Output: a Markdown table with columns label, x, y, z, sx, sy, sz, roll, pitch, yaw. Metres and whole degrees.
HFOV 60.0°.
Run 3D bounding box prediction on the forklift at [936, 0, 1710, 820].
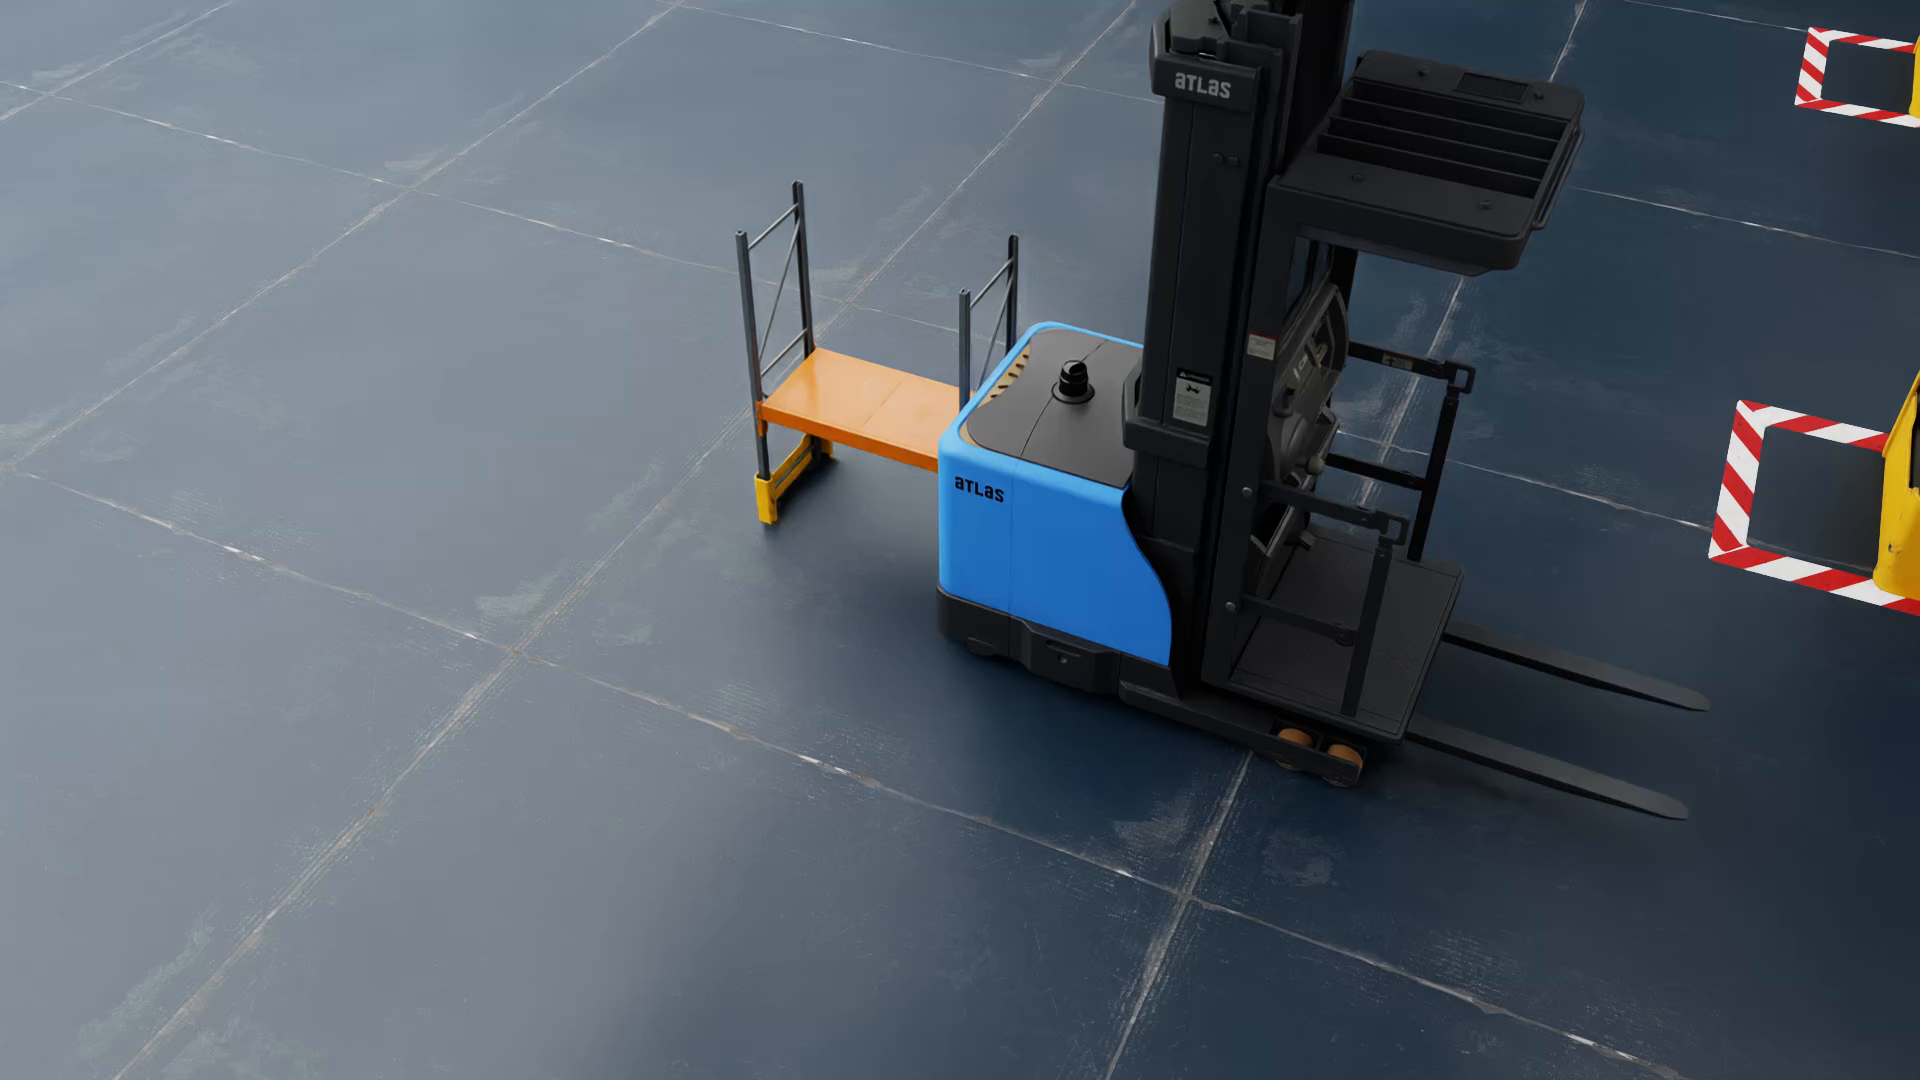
| label | x | y | z | sx | sy | sz | roll | pitch | yaw |
| --- | --- | --- | --- | --- | --- | --- | --- | --- | --- |
| forklift | 1.454 | -0.542 | 6.022 | 3.031 | 2.935 | 1.130 | 18 | 44 | 19 |

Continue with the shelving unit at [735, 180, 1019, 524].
| label | x | y | z | sx | sy | sz | roll | pitch | yaw |
| --- | --- | --- | --- | --- | --- | --- | --- | --- | --- |
| shelving unit | -0.331 | -0.678 | 7.271 | 1.083 | 1.500 | 0.587 | 18 | 44 | 19 |

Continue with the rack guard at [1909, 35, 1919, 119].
| label | x | y | z | sx | sy | sz | roll | pitch | yaw |
| --- | --- | --- | --- | --- | --- | --- | --- | --- | --- |
| rack guard | 6.570 | -3.241 | 10.991 | 0.348 | 0.500 | 1.175 | 17 | 44 | 19 |

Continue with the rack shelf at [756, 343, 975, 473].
| label | x | y | z | sx | sy | sz | roll | pitch | yaw |
| --- | --- | --- | --- | --- | --- | --- | --- | --- | --- |
| rack shelf | -0.339 | -0.545 | 7.392 | 1.000 | 0.185 | 0.538 | 18 | 44 | 19 |

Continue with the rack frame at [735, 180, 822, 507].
| label | x | y | z | sx | sy | sz | roll | pitch | yaw |
| --- | --- | --- | --- | --- | --- | --- | --- | --- | --- |
| rack frame | -0.796 | -0.826 | 7.442 | 0.032 | 1.500 | 0.500 | 18 | 44 | 19 |

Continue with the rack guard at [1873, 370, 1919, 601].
| label | x | y | z | sx | sy | sz | roll | pitch | yaw |
| --- | --- | --- | --- | --- | --- | --- | --- | --- | --- |
| rack guard | 4.456 | -0.273 | 7.567 | 0.348 | 0.500 | 1.175 | 17 | 44 | 19 |

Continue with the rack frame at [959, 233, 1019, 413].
| label | x | y | z | sx | sy | sz | roll | pitch | yaw |
| --- | --- | --- | --- | --- | --- | --- | --- | --- | --- |
| rack frame | 0.118 | -0.535 | 7.106 | 0.032 | 1.500 | 0.500 | 18 | 44 | 19 |

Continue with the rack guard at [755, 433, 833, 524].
| label | x | y | z | sx | sy | sz | roll | pitch | yaw |
| --- | --- | --- | --- | --- | --- | --- | --- | --- | --- |
| rack guard | -0.778 | -0.349 | 7.845 | 0.087 | 0.250 | 0.587 | 18 | 44 | 19 |

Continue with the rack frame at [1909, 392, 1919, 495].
| label | x | y | z | sx | sy | sz | roll | pitch | yaw |
| --- | --- | --- | --- | --- | --- | --- | --- | --- | --- |
| rack frame | 4.387 | -1.238 | 6.773 | 0.127 | 3.000 | 1.000 | 17 | 44 | 19 |
